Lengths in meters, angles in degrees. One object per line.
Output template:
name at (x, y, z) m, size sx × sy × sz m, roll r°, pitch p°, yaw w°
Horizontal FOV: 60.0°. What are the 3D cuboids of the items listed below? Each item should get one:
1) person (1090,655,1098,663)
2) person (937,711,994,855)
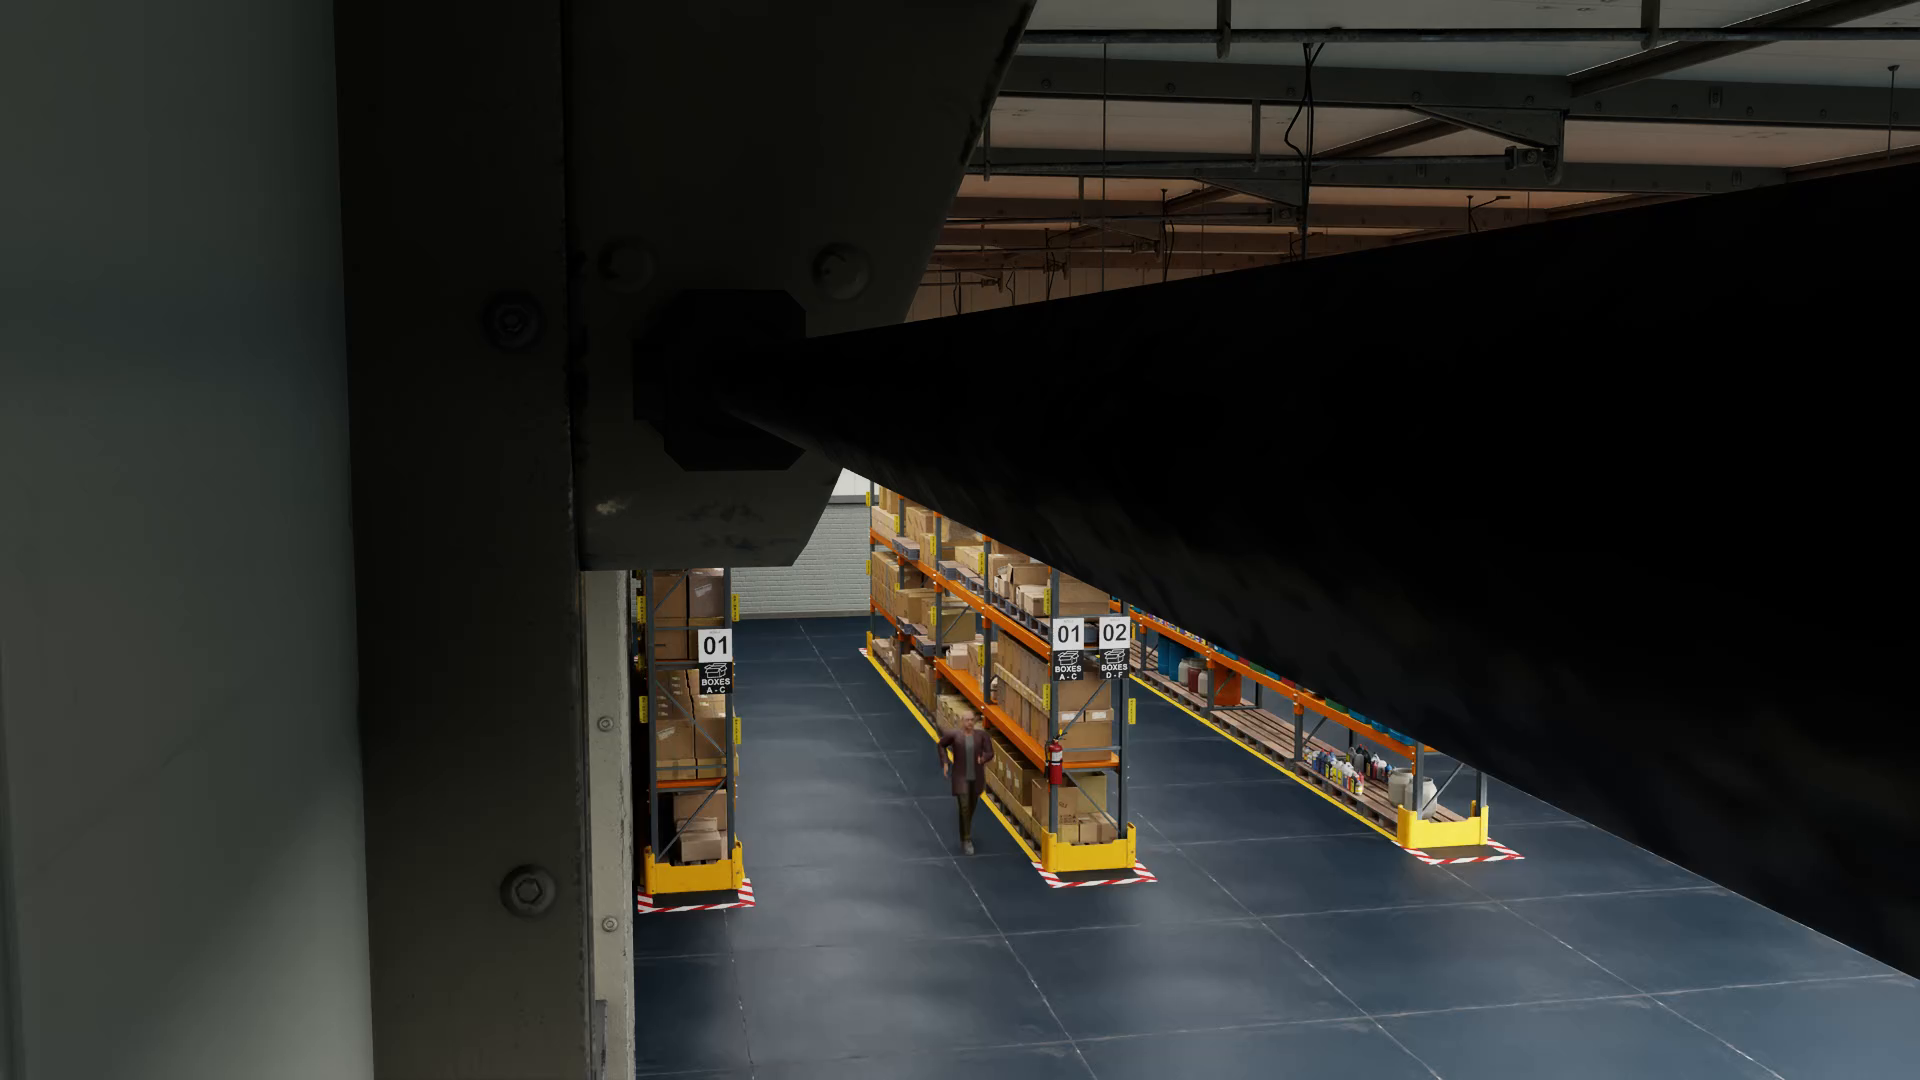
person at (2.385, 1.958, 30.840) m, size 0.629 × 1.736 × 0.788 m, roll -2°, pitch 6°, yaw -17°
person at (0.099, 3.136, 21.898) m, size 0.693 × 1.803 × 0.980 m, roll -2°, pitch 6°, yaw -16°
